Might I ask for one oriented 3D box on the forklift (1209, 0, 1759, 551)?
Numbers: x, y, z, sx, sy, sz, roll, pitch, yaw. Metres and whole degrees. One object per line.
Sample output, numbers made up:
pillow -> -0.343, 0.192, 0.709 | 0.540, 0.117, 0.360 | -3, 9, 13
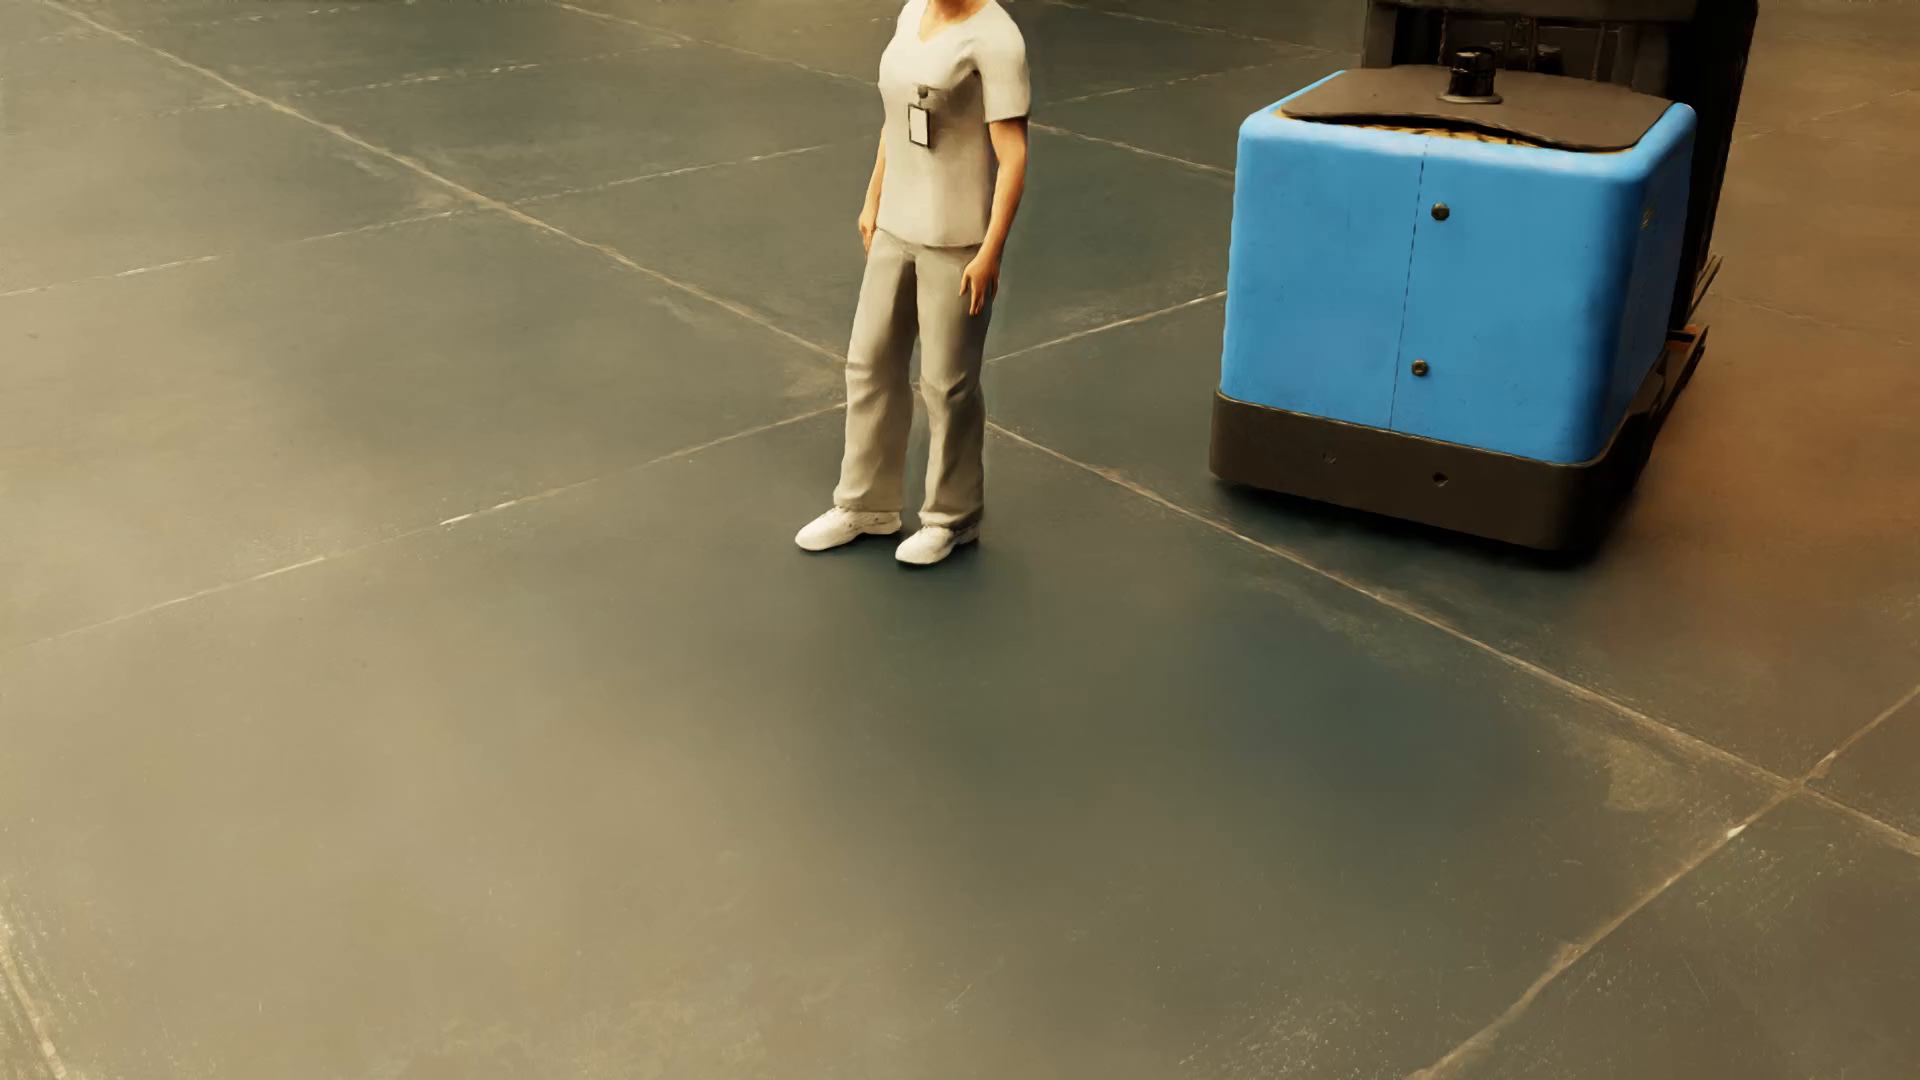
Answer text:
forklift -> 1.886, -1.900, 5.034 | 1.130, 2.935, 3.031 | 14, 30, 27

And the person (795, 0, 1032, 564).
person -> -0.096, -0.723, 4.078 | 0.520, 1.673, 0.550 | -21, 33, -36
